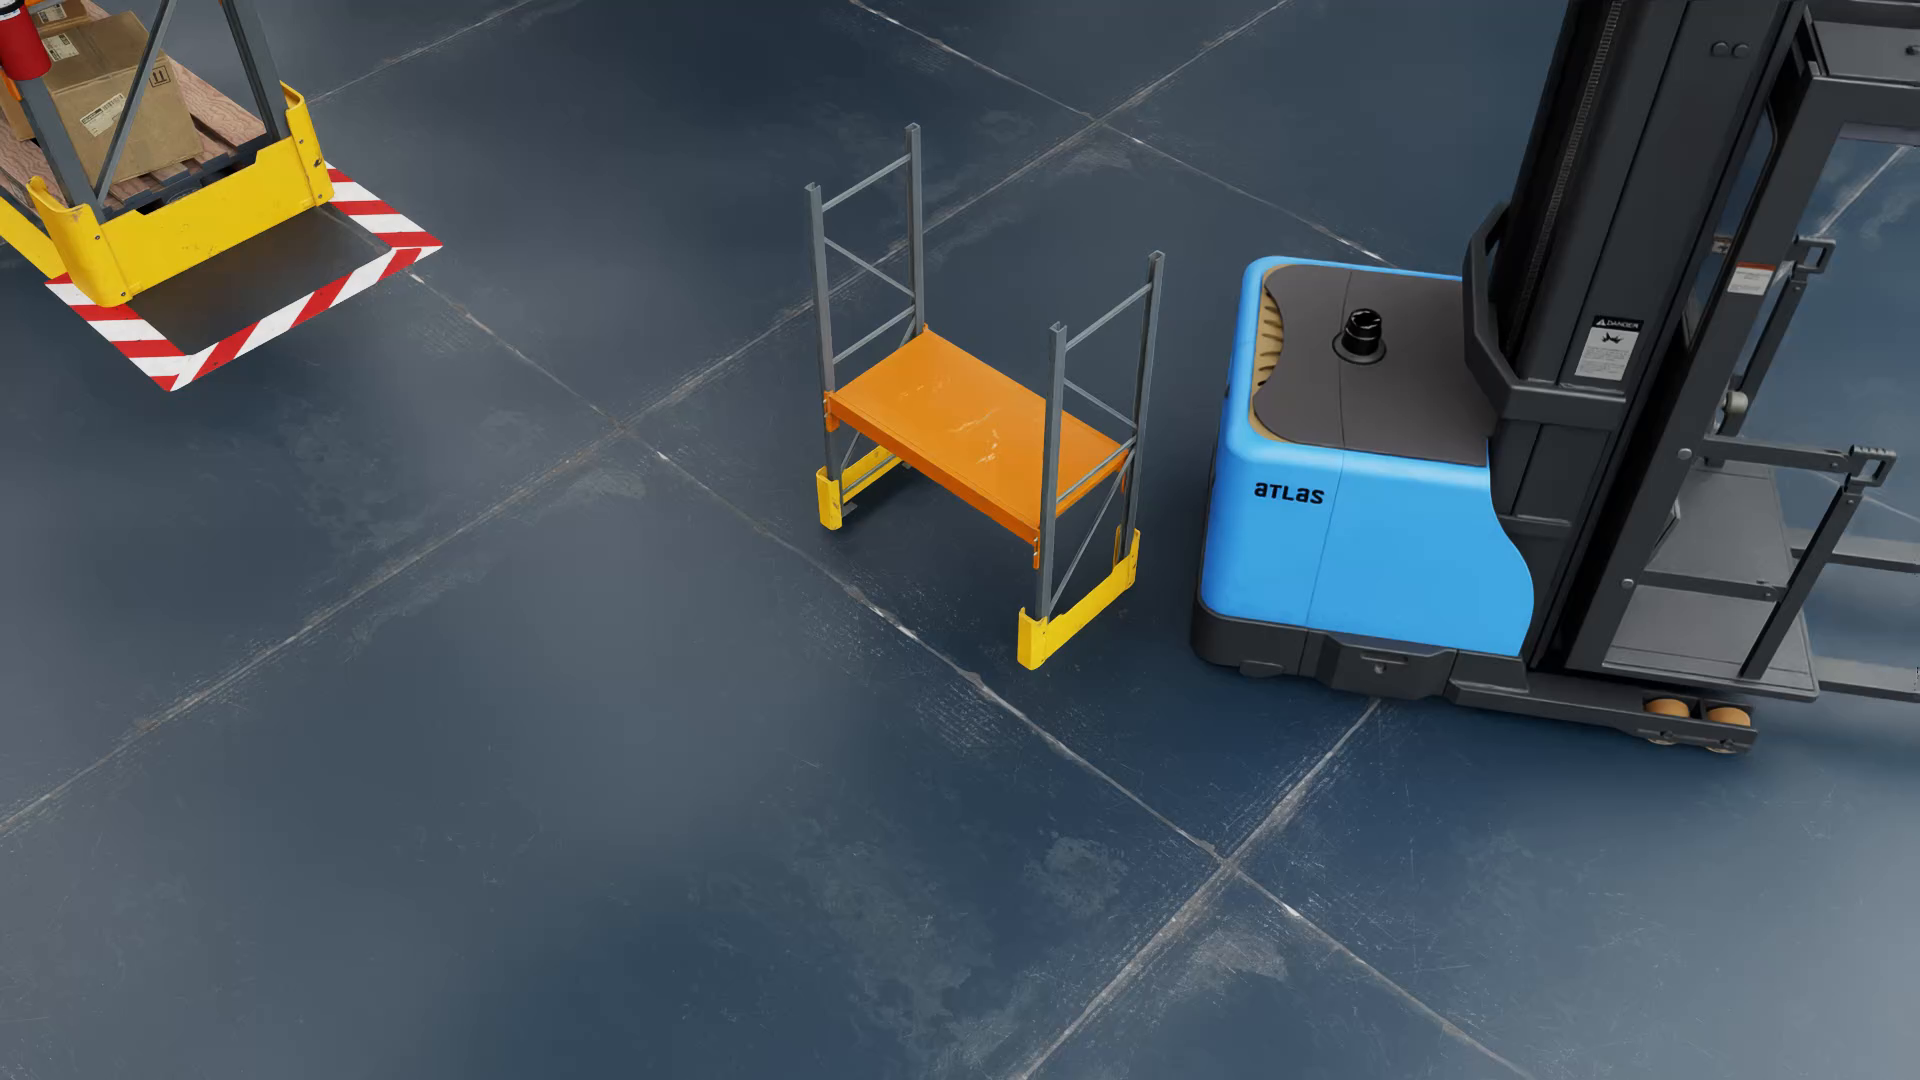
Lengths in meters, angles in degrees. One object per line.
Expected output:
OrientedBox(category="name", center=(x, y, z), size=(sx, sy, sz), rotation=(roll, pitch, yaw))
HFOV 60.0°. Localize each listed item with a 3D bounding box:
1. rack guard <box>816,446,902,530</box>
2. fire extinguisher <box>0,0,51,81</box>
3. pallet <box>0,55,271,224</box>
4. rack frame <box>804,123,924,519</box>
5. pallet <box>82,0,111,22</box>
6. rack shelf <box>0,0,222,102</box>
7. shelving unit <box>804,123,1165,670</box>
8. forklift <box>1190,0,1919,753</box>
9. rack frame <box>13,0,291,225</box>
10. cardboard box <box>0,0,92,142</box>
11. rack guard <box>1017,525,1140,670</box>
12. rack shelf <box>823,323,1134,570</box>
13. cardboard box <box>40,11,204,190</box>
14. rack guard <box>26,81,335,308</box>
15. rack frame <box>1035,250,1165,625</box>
OrientedBox(category="rack guard", center=(-0.310, -0.294, 6.355), size=(0.087, 0.250, 0.587), rotation=(34, 55, 28))
OrientedBox(category="fire extinguisher", center=(-3.589, -2.042, 6.163), size=(0.183, 0.674, 0.296), rotation=(34, 55, 28))
OrientedBox(category="pallet", center=(-3.989, -1.876, 7.867), size=(1.213, 0.211, 1.003), rotation=(34, 55, 28))
OrientedBox(category="rack frame", center=(-0.311, -0.723, 5.900), size=(0.032, 1.500, 0.500), rotation=(34, 55, 28))
OrientedBox(category="pallet", center=(-4.882, -2.479, 8.433), size=(1.213, 0.211, 1.003), rotation=(34, 55, 28))
OrientedBox(category="rack shelf", center=(-4.830, -3.115, 7.611), size=(4.000, 0.370, 1.077), rotation=(34, 55, 28))
OrientedBox(category="shelving unit", center=(0.056, -0.476, 5.668), size=(1.083, 1.500, 0.587), rotation=(34, 55, 28))
OrientedBox(category="forklift", center=(2.372, -0.712, 4.908), size=(3.031, 2.935, 1.130), rotation=(8, 47, 7))
OrientedBox(category="rack frame", center=(-3.361, -2.372, 6.420), size=(0.127, 3.000, 1.000), rotation=(34, 55, 28))
OrientedBox(category="cardboard box", center=(-4.271, -2.255, 7.737), size=(0.500, 0.500, 0.500), rotation=(-25, 52, -21))
OrientedBox(category="rack guard", center=(0.422, 0.198, 5.892), size=(0.087, 0.250, 0.587), rotation=(34, 55, 28))
OrientedBox(category="rack shelf", center=(0.063, -0.348, 5.795), size=(1.000, 0.185, 0.538), rotation=(34, 55, 28))
OrientedBox(category="cardboard box", center=(-3.808, -1.978, 7.476), size=(0.500, 0.500, 0.500), rotation=(-28, 53, -24))
OrientedBox(category="rack guard", center=(-3.416, -1.554, 7.366), size=(0.348, 0.500, 1.175), rotation=(34, 55, 28))
OrientedBox(category="rack frame", center=(0.436, -0.220, 5.428), size=(0.032, 1.500, 0.500), rotation=(34, 55, 28))
